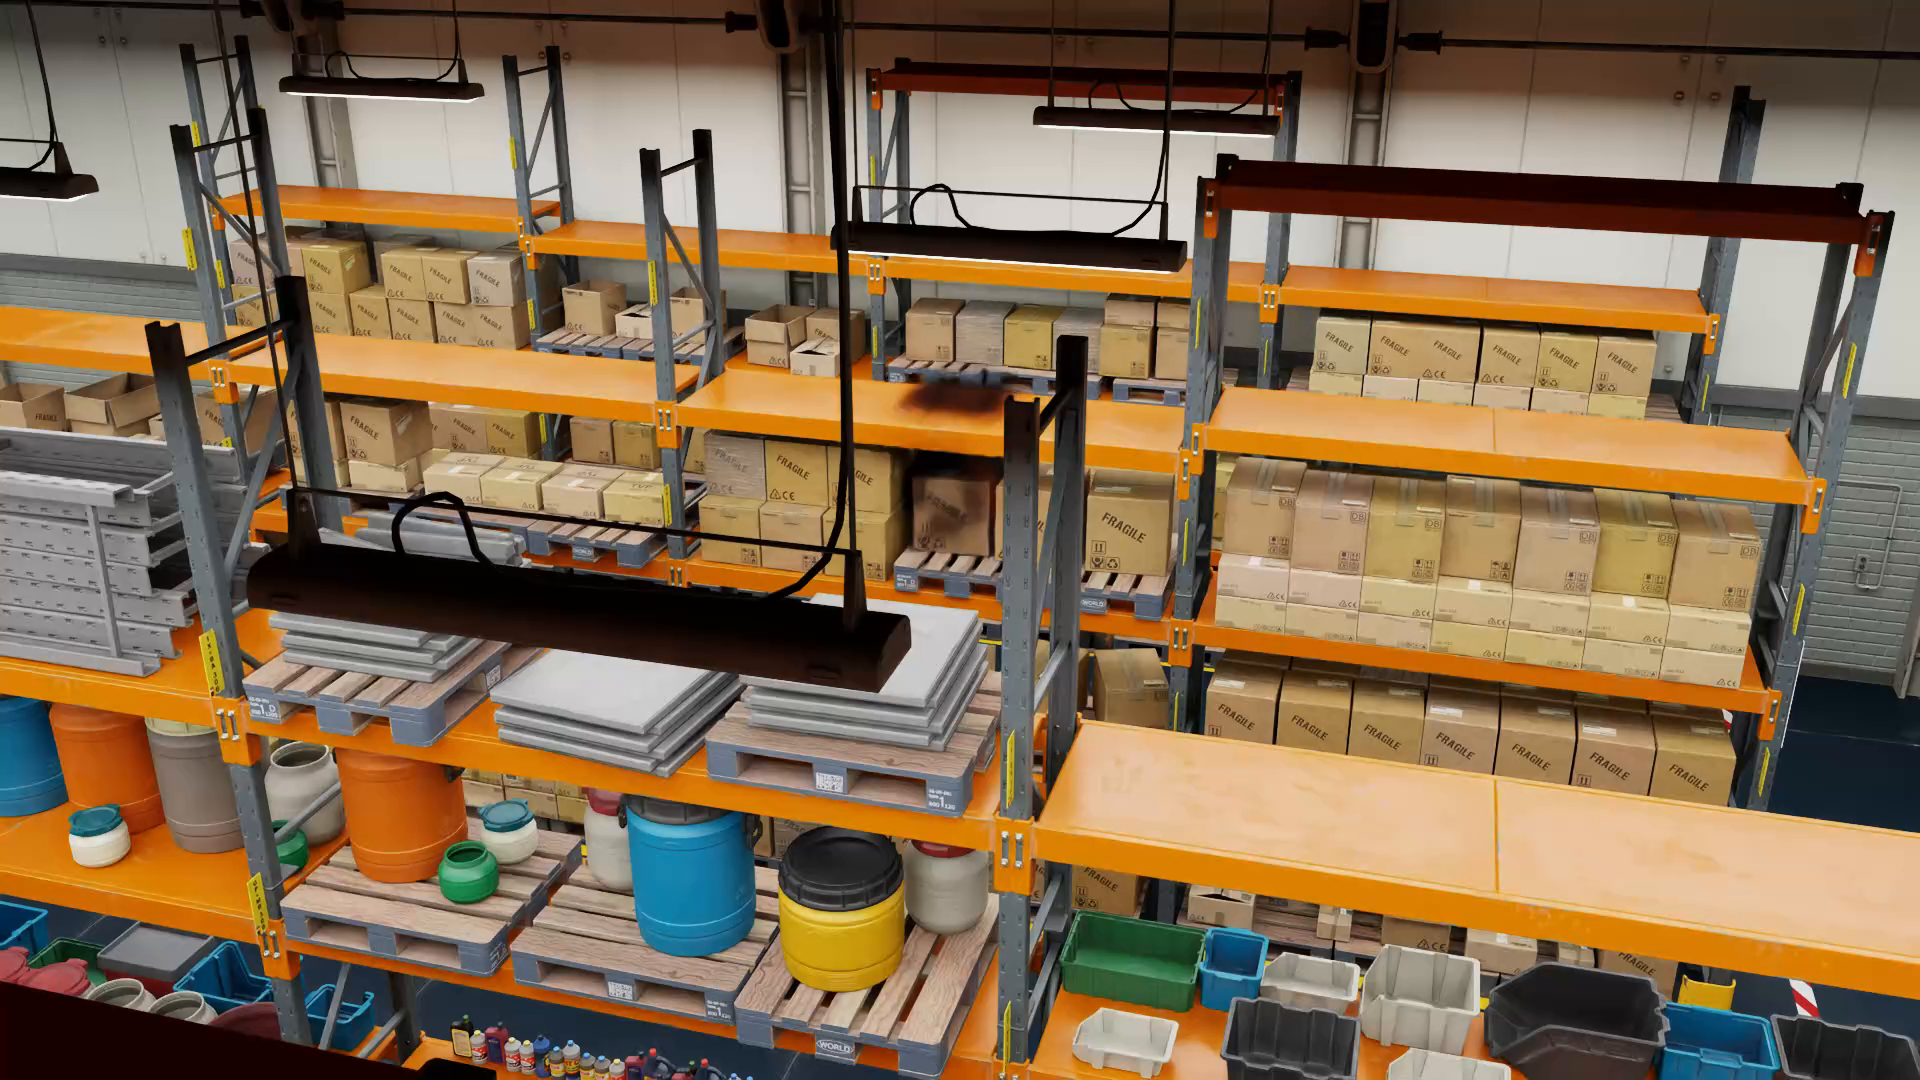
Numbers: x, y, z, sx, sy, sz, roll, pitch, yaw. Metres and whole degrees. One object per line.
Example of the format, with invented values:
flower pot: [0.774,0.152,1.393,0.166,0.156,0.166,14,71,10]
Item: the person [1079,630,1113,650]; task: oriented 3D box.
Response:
person: [1.262,0.884,16.088,0.507,1.644,0.396,0,23,1]
